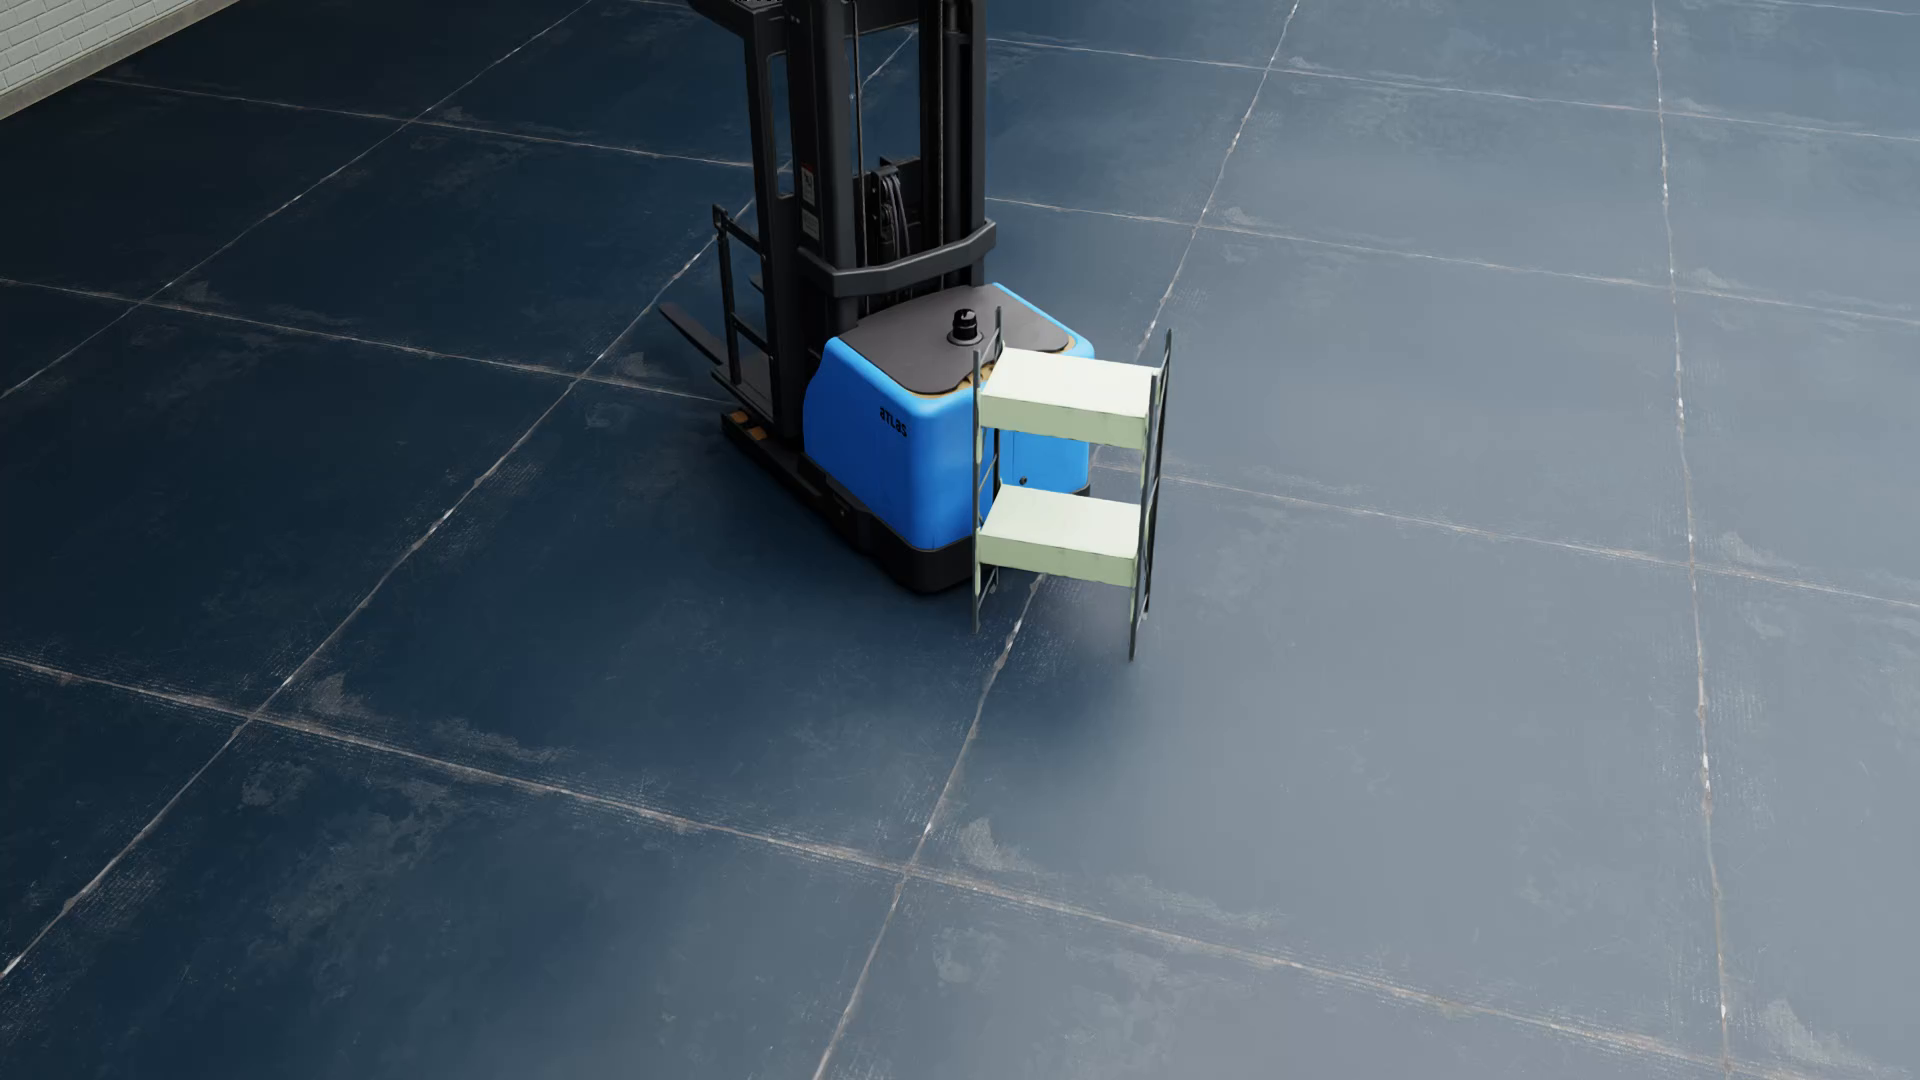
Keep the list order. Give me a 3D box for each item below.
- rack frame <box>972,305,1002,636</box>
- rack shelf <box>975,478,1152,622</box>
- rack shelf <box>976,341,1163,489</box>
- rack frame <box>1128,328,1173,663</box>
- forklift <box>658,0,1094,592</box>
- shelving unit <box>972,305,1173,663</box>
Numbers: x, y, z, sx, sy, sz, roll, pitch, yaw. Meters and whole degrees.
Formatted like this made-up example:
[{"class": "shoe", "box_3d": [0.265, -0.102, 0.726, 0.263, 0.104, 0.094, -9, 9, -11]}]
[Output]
[{"class": "rack frame", "box_3d": [0.118, -0.280, 7.365, 0.023, 1.500, 0.400, 9, 37, 12]}, {"class": "rack shelf", "box_3d": [0.471, 0.040, 7.480, 0.720, 0.370, 0.431, 9, 37, 12]}, {"class": "rack shelf", "box_3d": [0.471, -0.537, 7.055, 0.720, 0.370, 0.431, 9, 37, 12]}, {"class": "rack frame", "box_3d": [0.824, -0.165, 7.209, 0.023, 1.500, 0.400, 9, 37, 12]}, {"class": "forklift", "box_3d": [-0.624, -1.764, 8.173, 1.130, 2.935, 3.031, -23, 42, -28]}, {"class": "shelving unit", "box_3d": [0.471, -0.222, 7.287, 0.755, 1.500, 0.431, 9, 37, 12]}]
